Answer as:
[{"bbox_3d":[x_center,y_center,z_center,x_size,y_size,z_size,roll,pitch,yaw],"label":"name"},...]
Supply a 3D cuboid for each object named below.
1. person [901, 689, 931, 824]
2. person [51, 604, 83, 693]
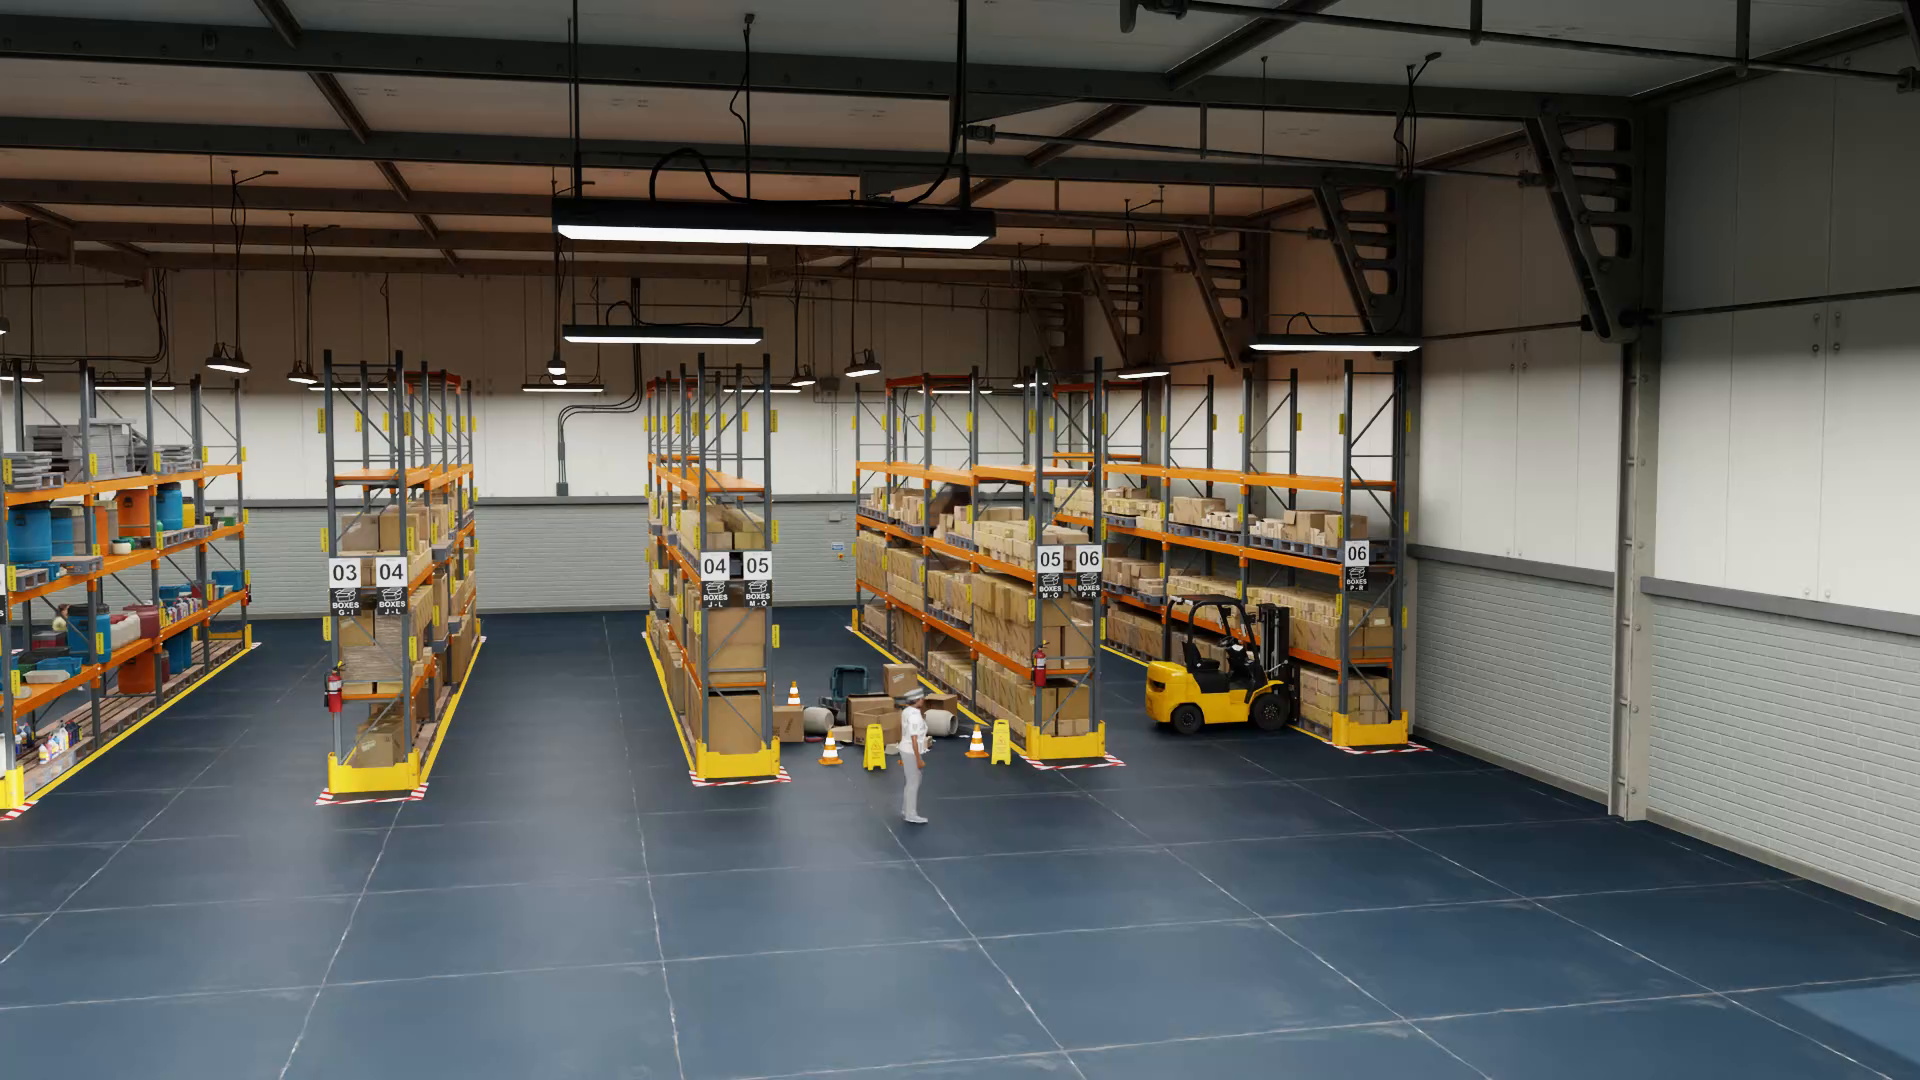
[{"bbox_3d":[-0.555,2.747,20.981,0.363,1.748,0.560,-1,4,-9],"label":"person"},{"bbox_3d":[-16.696,2.017,31.062,0.331,1.669,0.529,3,5,38],"label":"person"}]
